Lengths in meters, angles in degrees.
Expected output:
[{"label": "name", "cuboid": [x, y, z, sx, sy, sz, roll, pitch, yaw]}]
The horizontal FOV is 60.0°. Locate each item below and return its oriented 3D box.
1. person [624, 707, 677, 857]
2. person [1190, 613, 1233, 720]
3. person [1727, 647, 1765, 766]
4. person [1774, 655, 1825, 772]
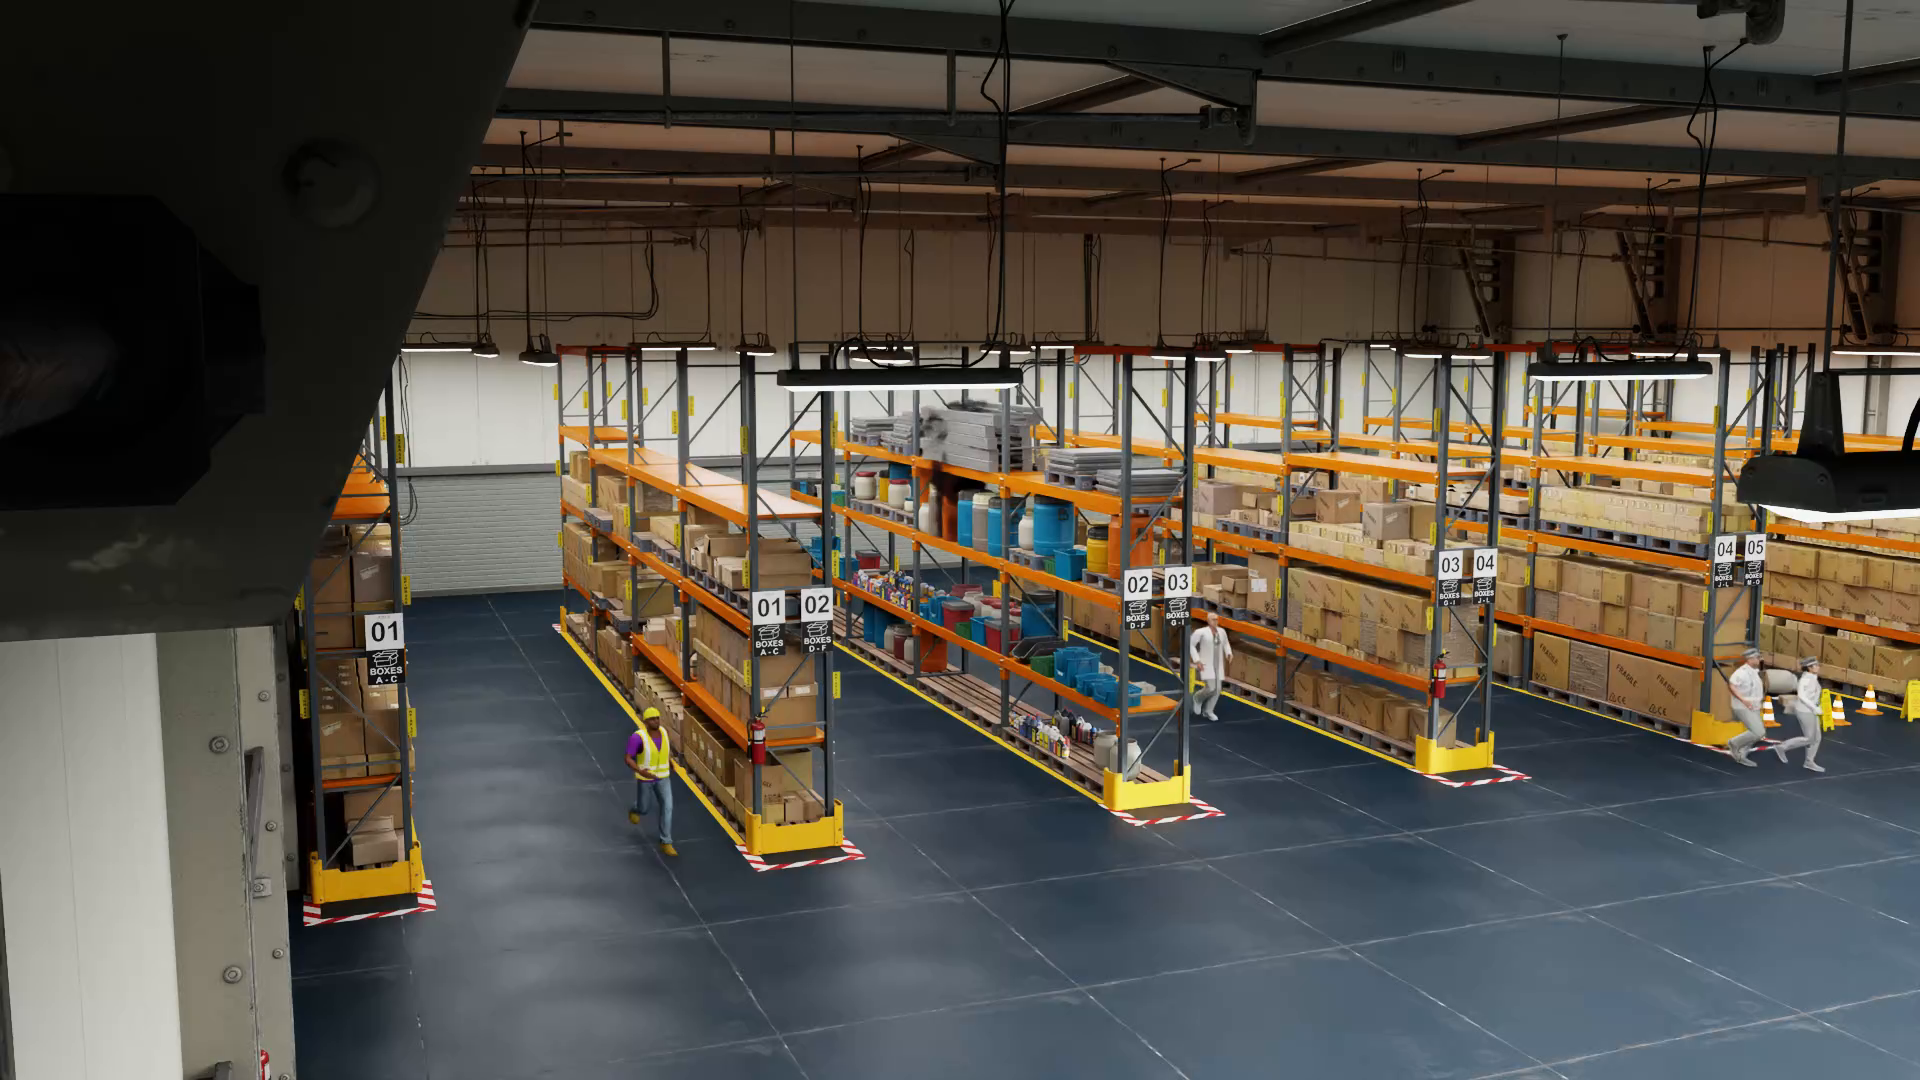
[{"label": "person", "cuboid": [-3.788, 2.910, 20.345, 0.664, 1.757, 1.093, -5, 9, -32]}, {"label": "person", "cuboid": [4.088, 2.045, 27.022, 0.726, 1.747, 0.633, -3, 8, -25]}, {"label": "person", "cuboid": [11.466, 2.419, 24.137, 0.524, 1.751, 0.693, 7, 10, 44]}, {"label": "person", "cuboid": [12.147, 2.475, 23.963, 0.672, 1.686, 0.644, 4, 8, 31]}]
